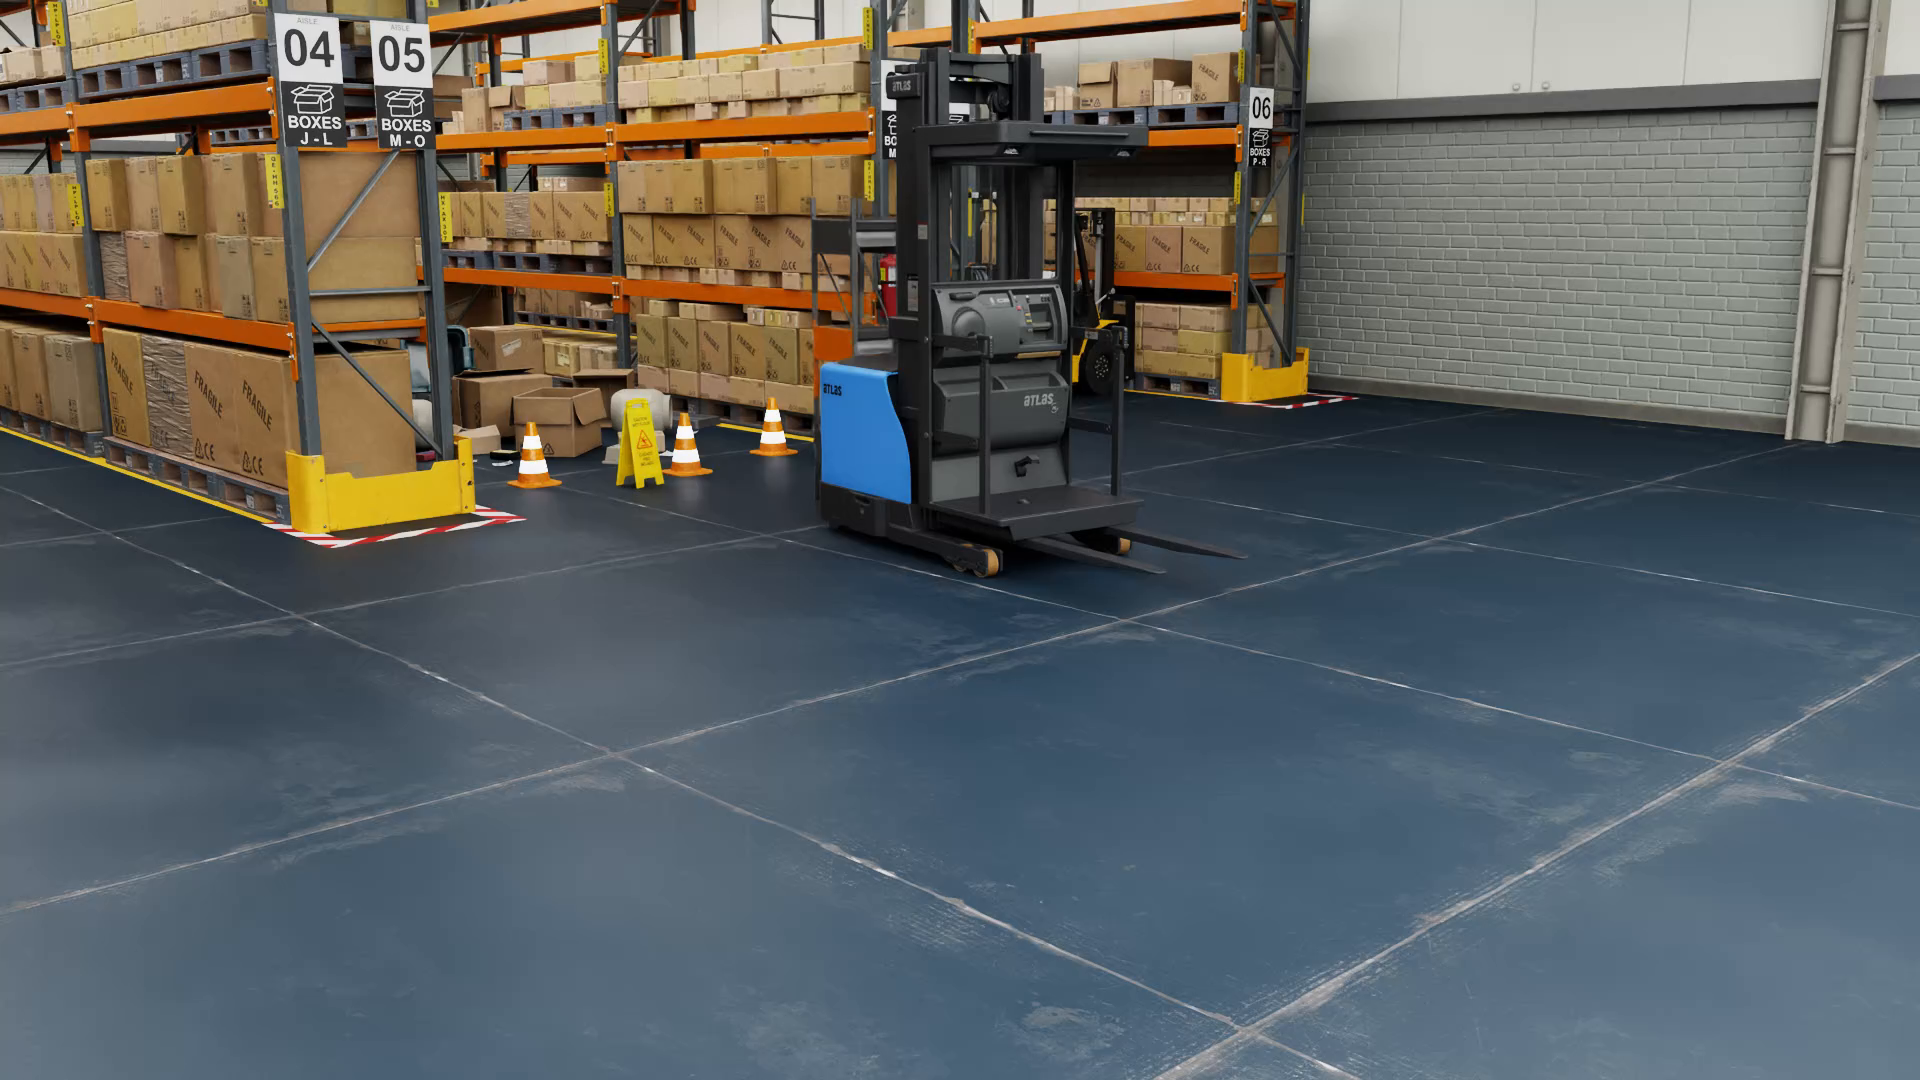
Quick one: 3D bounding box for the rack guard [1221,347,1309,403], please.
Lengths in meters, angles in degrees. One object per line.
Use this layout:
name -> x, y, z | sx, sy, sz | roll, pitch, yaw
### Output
rack guard -> 3.272, -1.781, 17.817 | 1.175, 0.500, 0.348 | -11, 16, -43

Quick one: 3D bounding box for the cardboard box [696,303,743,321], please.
cardboard box -> -2.295, -2.180, 15.868 | 0.380, 0.149, 0.250 | -10, 15, -39

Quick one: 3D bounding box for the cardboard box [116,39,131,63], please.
cardboard box -> -5.895, -3.548, 12.098 | 0.380, 0.149, 0.250 | -11, 16, -43

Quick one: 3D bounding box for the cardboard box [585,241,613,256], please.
cardboard box -> -3.649, -3.020, 17.216 | 0.380, 0.149, 0.250 | -11, 16, -42

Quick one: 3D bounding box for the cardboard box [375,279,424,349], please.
cardboard box -> -6.886, -2.892, 21.241 | 0.875, 0.875, 0.875 | -11, 16, -42

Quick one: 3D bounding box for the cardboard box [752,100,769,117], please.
cardboard box -> -1.645, -3.866, 14.934 | 0.250, 0.149, 0.380 | 11, 16, 44

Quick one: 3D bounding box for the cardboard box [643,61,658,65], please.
cardboard box -> -3.559, -4.959, 17.706 | 0.500, 0.250, 0.500 | -11, 16, -44

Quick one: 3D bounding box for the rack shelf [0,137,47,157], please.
rack shelf -> -10.748, -4.188, 17.656 | 1.077, 0.370, 4.000 | -11, 16, -43

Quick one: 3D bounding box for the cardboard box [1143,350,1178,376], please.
cardboard box -> 2.366, -1.966, 18.294 | 0.500, 0.250, 0.500 | -11, 16, -43

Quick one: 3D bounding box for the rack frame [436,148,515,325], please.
rack frame -> -5.857, -3.484, 19.889 | 1.000, 3.000, 0.127 | -11, 16, -43

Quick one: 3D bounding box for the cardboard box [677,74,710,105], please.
cardboard box -> -2.289, -4.190, 15.518 | 0.500, 0.250, 0.500 | -11, 16, -42

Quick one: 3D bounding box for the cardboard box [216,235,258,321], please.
cardboard box -> -4.527, -1.810, 11.394 | 0.875, 0.550, 0.550 | -11, 16, -43

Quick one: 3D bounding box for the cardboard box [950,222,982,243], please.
cardboard box -> -0.031, -3.800, 20.555 | 0.500, 0.250, 0.500 | -11, 16, -44

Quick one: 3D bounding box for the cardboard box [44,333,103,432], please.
cardboard box -> -7.098, -1.378, 14.199 | 1.050, 0.750, 0.750 | -11, 16, -43

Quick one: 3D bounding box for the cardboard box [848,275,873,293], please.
cardboard box -> -0.745, -2.218, 14.367 | 0.380, 0.149, 0.250 | -10, 15, -41

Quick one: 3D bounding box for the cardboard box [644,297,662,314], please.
cardboard box -> -4.485, -3.563, 25.426 | 0.500, 0.500, 0.500 | -11, 16, -43

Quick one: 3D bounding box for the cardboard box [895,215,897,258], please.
cardboard box -> -0.458, -2.619, 14.705 | 0.500, 0.500, 0.500 | -11, 16, -43

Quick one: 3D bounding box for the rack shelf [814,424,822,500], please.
rack shelf -> -0.678, -0.516, 11.247 | 0.431, 0.518, 0.480 | -9, 14, -36

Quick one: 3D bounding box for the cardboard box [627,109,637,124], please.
cardboard box -> -3.056, -4.166, 16.387 | 0.380, 0.149, 0.250 | -11, 16, -43

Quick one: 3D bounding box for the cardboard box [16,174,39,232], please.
cardboard box -> -8.005, -3.029, 14.952 | 0.700, 0.500, 0.500 | -11, 16, -43

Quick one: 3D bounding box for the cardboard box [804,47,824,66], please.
cardboard box -> -1.119, -4.139, 14.281 | 0.380, 0.149, 0.250 | -11, 16, -43

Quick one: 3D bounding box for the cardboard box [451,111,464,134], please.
cardboard box -> -5.586, -4.780, 19.080 | 0.396, 0.266, 0.258 | -11, 16, -43

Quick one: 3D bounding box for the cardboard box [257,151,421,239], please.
cardboard box -> -4.070, -2.274, 10.967 | 0.875, 0.550, 0.550 | -11, 16, -43

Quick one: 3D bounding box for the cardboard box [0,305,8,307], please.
cardboard box -> -10.351, -2.411, 17.974 | 0.500, 0.250, 0.500 | -11, 16, -42

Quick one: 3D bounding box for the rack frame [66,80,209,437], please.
rack frame -> -6.605, -2.196, 13.635 | 1.000, 3.000, 0.127 | -11, 16, -43

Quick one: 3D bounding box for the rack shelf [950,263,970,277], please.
rack shelf -> -0.888, -3.532, 21.904 | 1.077, 0.370, 4.000 | -11, 16, -43

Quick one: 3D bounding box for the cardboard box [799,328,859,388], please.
cardboard box -> -1.074, -1.623, 14.772 | 0.500, 0.500, 0.500 | -11, 16, -42

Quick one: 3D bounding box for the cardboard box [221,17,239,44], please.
cardboard box -> -4.490, -3.251, 10.657 | 0.380, 0.149, 0.250 | -11, 16, -42

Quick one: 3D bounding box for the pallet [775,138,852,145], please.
pallet -> -1.736, -5.466, 22.545 | 1.213, 0.211, 1.003 | -10, 15, -40

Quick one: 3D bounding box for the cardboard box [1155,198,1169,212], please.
cardboard box -> 2.345, -3.657, 18.135 | 0.380, 0.149, 0.250 | -11, 16, -42

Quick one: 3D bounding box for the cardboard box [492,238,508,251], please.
cardboard box -> -5.042, -3.334, 18.741 | 0.380, 0.149, 0.250 | -10, 15, -39

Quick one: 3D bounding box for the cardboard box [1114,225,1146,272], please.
cardboard box -> 2.020, -3.245, 18.479 | 0.500, 0.500, 0.500 | -11, 16, -44

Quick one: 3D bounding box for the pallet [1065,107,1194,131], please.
pallet -> 1.939, -4.719, 18.671 | 1.003, 0.211, 1.213 | -11, 16, -43

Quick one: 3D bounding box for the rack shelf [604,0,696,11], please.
rack shelf -> -1.713, -5.193, 15.106 | 1.077, 0.370, 4.000 | -11, 16, -43

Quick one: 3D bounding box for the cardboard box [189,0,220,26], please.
cardboard box -> -4.727, -3.514, 10.945 | 0.500, 0.250, 0.500 | -11, 16, -42

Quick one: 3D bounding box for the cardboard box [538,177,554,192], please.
cardboard box -> -4.268, -3.790, 17.739 | 0.250, 0.149, 0.380 | 11, 16, 43

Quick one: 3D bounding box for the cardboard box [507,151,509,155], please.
cardboard box -> -7.377, -6.537, 27.894 | 0.380, 0.149, 0.250 | -11, 16, -42

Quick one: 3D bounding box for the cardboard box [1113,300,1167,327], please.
cardboard box -> 1.999, -2.527, 18.539 | 0.500, 0.250, 0.500 | -11, 16, -42

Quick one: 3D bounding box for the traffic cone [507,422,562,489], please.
traffic cone -> -3.182, -0.645, 12.395 | 0.336, 0.463, 0.334 | -11, 16, -43

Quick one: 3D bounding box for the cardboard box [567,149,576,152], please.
cardboard box -> -6.006, -6.230, 26.408 | 0.380, 0.149, 0.250 | -11, 16, -43

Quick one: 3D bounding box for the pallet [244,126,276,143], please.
pallet -> -9.176, -5.614, 23.015 | 1.003, 0.211, 1.213 | -11, 16, -43

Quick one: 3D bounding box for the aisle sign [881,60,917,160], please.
aisle sign -> -0.499, -3.540, 13.719 | 0.394, 0.787, 0.004 | -11, 16, -43

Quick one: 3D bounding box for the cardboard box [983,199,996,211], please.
cardboard box -> 0.499, -4.017, 19.883 | 0.380, 0.149, 0.250 | -10, 16, -41

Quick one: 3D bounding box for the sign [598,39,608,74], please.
sign -> -3.493, -4.738, 16.283 | 0.100, 0.325, 0.005 | -11, 16, -43

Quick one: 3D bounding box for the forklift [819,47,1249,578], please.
forklift -> 0.376, -1.333, 9.620 | 1.130, 2.935, 3.031 | -9, 14, -36

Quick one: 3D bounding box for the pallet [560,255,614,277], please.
pallet -> -3.517, -2.938, 17.714 | 1.003, 0.211, 1.213 | -11, 16, -43

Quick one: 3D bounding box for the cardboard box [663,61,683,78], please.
cardboard box -> -2.574, -4.430, 15.692 | 0.380, 0.149, 0.250 | -11, 16, -43

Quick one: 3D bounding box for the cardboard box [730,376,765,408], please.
cardboard box -> -1.802, -1.408, 15.587 | 0.500, 0.250, 0.500 | 11, 16, 43

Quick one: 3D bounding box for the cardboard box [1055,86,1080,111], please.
cardboard box -> 1.299, -4.992, 18.817 | 0.258, 0.266, 0.396 | 11, 16, 44

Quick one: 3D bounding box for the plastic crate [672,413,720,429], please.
plastic crate -> -2.603, -1.127, 15.683 | 0.583, 0.080, 0.402 | 6, 13, 26

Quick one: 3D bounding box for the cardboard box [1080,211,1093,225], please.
cardboard box -> 1.577, -3.648, 18.827 | 0.380, 0.149, 0.250 | -11, 16, -44

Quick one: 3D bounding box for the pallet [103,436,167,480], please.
pallet -> -6.136, -0.708, 13.325 | 1.003, 0.211, 1.213 | -11, 16, -43

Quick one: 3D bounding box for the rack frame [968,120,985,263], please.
rack frame -> 0.493, -3.592, 20.415 | 1.000, 3.000, 0.127 | -11, 16, -43

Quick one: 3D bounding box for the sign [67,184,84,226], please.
sign -> -6.990, -2.647, 13.153 | 0.100, 0.325, 0.005 | -11, 16, -43

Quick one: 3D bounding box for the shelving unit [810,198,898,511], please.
shelving unit -> -0.678, -1.215, 11.102 | 0.431, 2.100, 0.503 | -9, 14, -36

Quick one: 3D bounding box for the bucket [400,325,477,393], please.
bucket -> -4.843, -1.638, 15.275 | 0.726, 0.611, 0.620 | -5, 3, -23

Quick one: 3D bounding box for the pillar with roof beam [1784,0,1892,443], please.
pillar with roof beam -> 4.456, -4.699, 10.917 | 9.100, 9.000, 0.400 | -11, 16, -43

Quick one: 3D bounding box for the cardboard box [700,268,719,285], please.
cardboard box -> -2.232, -2.499, 15.728 | 0.380, 0.149, 0.250 | -11, 16, -42

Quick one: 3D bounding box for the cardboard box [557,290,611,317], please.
cardboard box -> -6.161, -3.941, 27.261 | 0.500, 0.500, 0.700 | 11, 16, 43

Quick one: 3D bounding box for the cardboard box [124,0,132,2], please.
cardboard box -> -5.719, -3.901, 11.837 | 0.380, 0.149, 0.250 | -11, 16, -43
